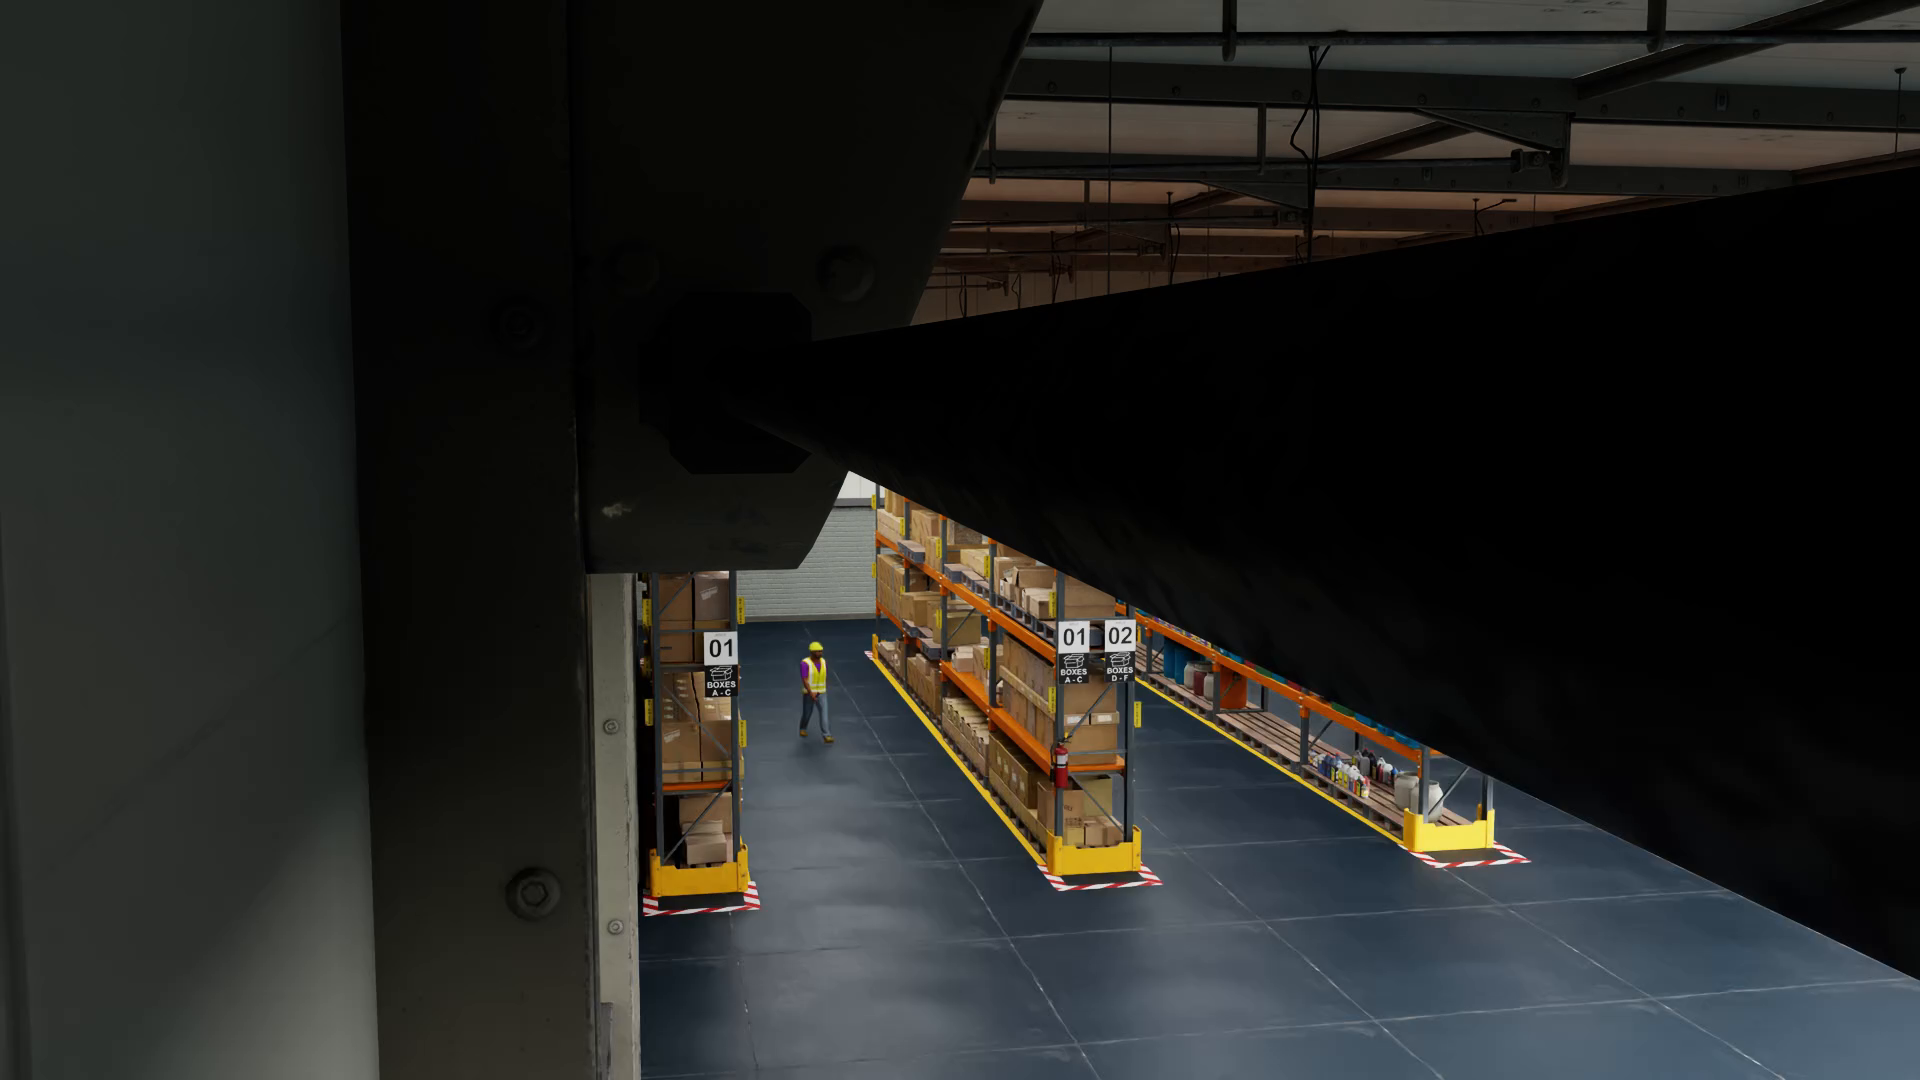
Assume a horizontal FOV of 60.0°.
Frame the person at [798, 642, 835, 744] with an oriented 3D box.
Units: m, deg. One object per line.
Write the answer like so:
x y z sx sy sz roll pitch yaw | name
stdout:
-2.432 2.585 28.236 0.547 1.690 1.105 -3 7 -28 | person
